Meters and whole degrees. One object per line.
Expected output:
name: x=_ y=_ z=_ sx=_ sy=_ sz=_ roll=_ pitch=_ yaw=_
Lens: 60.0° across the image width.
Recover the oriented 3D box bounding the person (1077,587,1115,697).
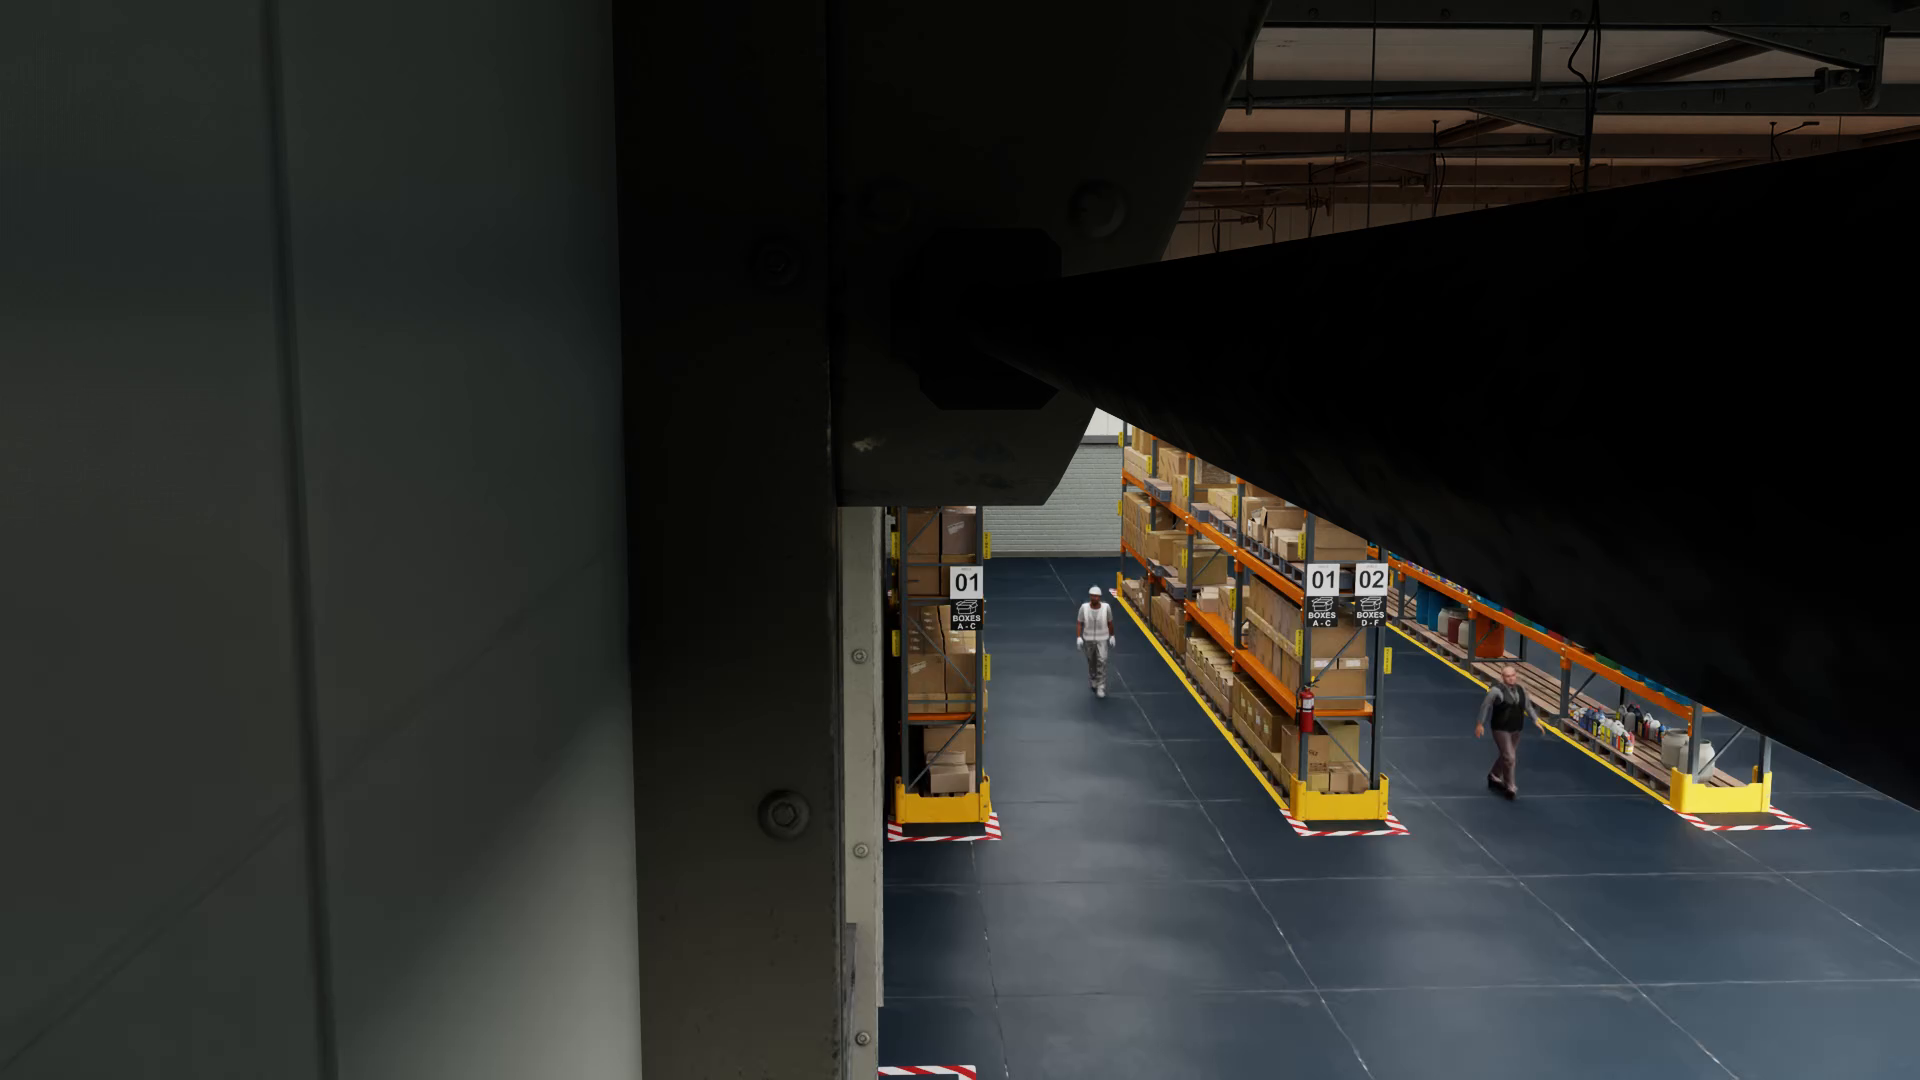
person: x=2.209 y=1.630 z=27.212 sx=0.609 sy=1.725 sz=0.994 roll=2 pitch=8 yaw=12

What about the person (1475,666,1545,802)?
person: x=7.128 y=2.495 z=21.617 sx=0.694 sy=1.732 sz=0.754 roll=-4 pitch=9 yaw=-26
